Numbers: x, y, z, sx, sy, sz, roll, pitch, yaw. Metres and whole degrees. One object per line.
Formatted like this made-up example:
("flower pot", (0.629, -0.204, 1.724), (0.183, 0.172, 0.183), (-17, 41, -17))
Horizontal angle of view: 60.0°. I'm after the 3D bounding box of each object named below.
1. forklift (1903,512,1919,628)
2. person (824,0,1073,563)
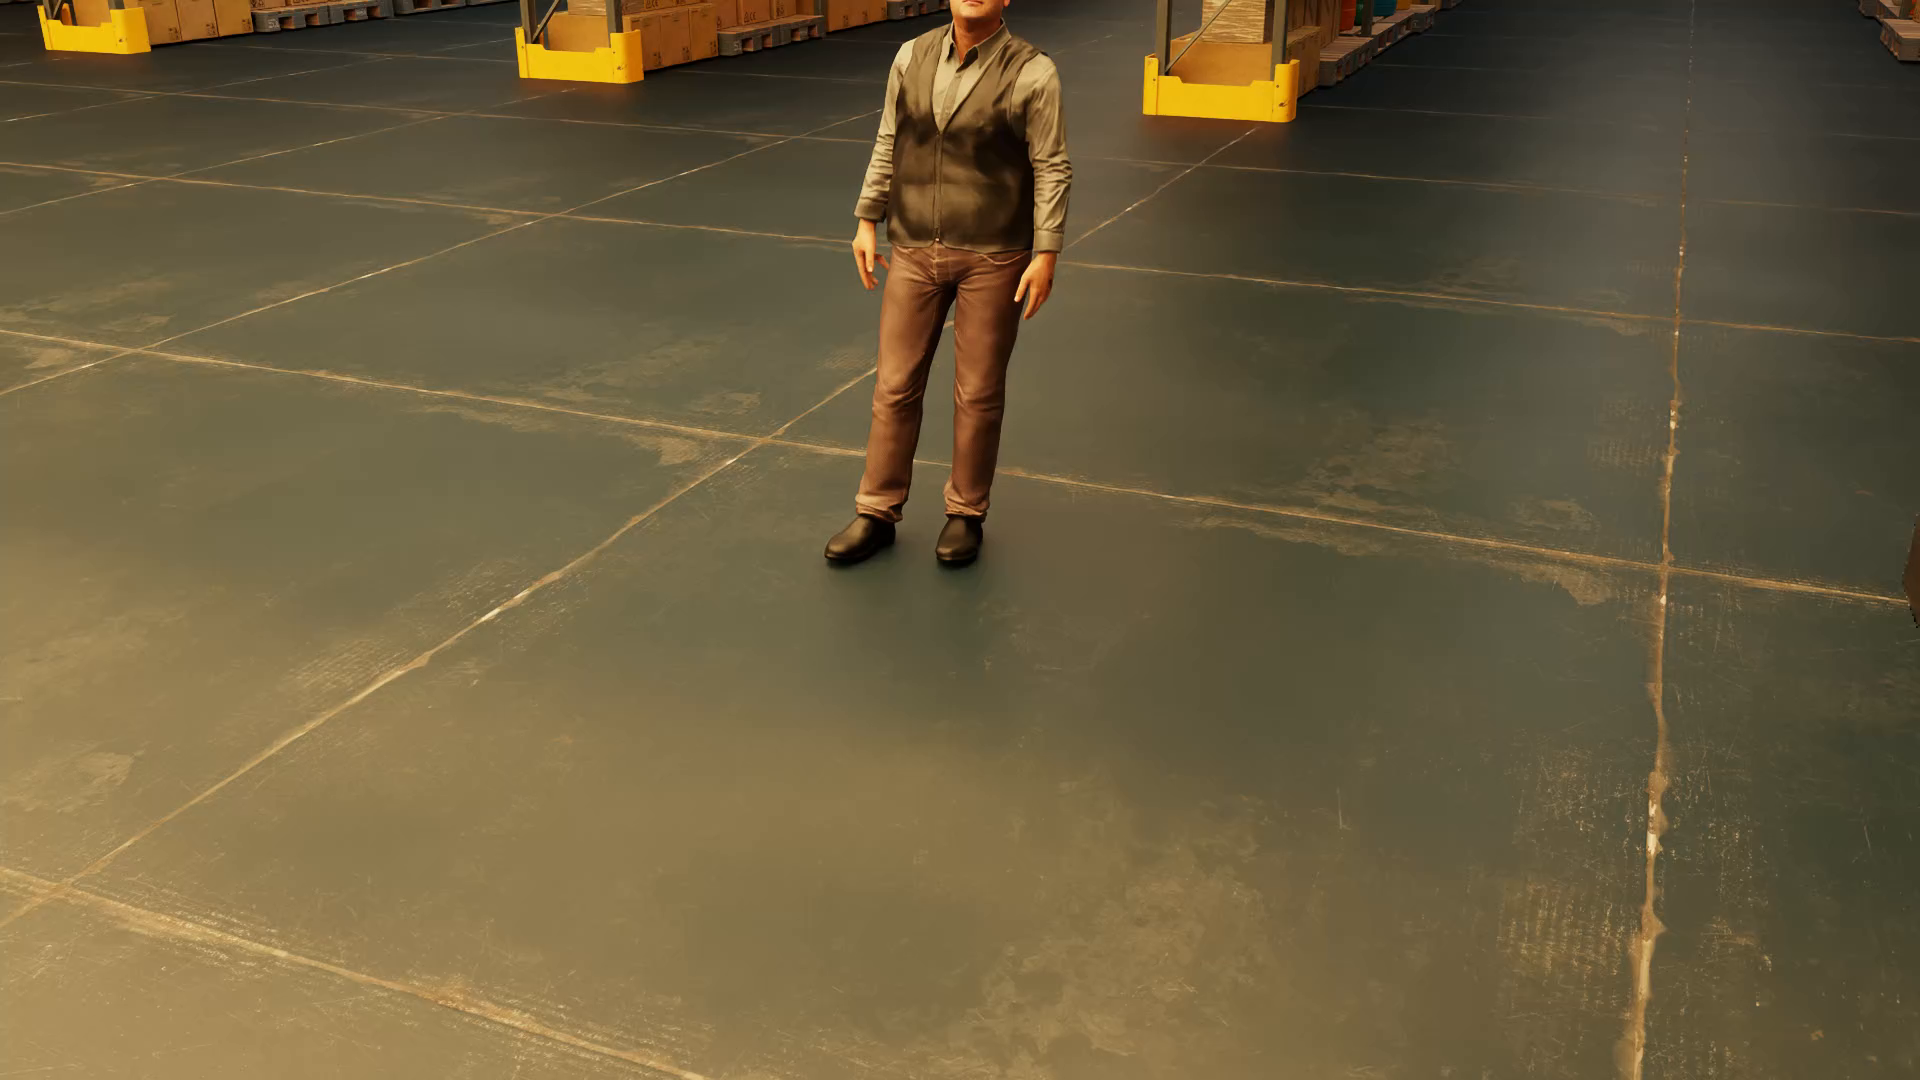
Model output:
("forklift", (3.891, -0.809, 3.228), (3.031, 2.935, 1.130), (8, 24, 19))
("person", (-0.031, -0.779, 4.707), (0.633, 1.722, 0.566), (9, 24, 21))
